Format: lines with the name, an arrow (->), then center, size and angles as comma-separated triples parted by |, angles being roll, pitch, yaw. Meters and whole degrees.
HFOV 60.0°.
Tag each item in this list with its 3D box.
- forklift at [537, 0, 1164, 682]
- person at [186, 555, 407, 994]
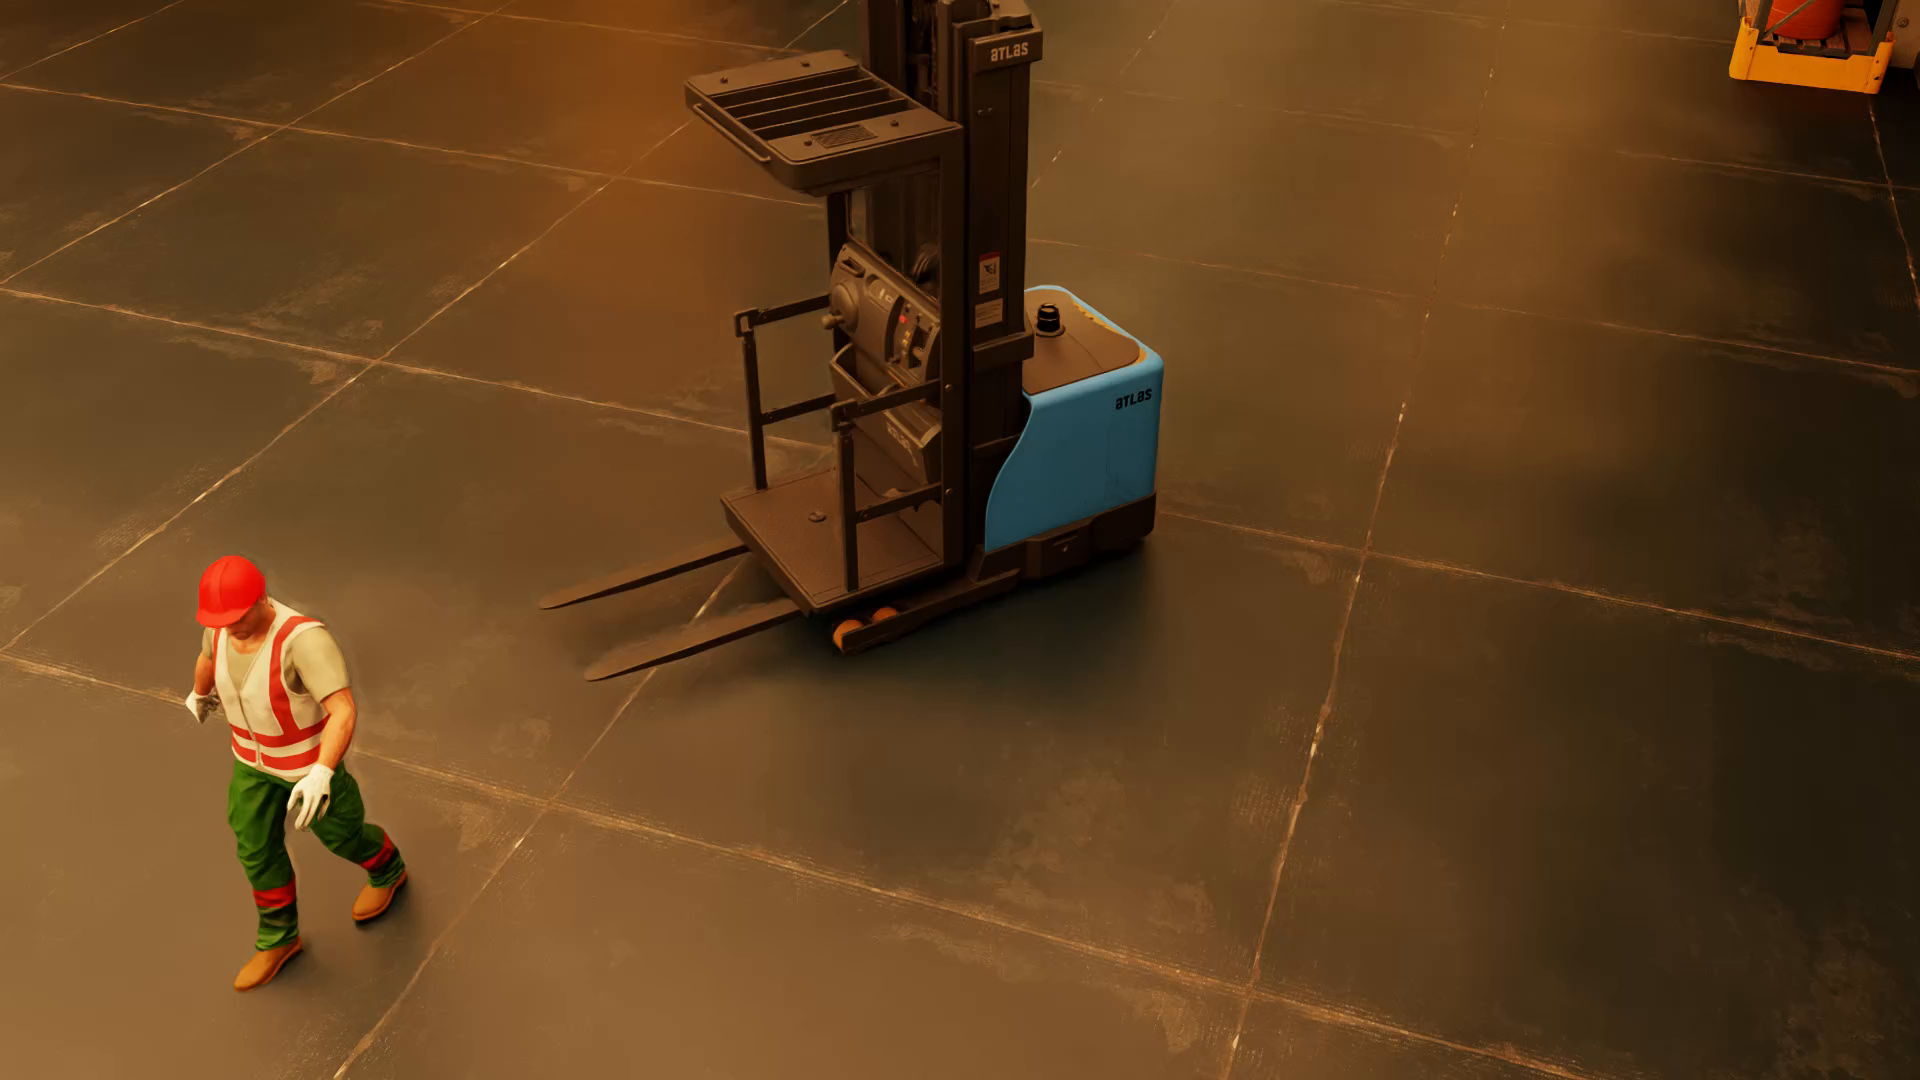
forklift -> -0.527, -1.001, 7.523 | 3.031, 2.935, 1.130 | -19, 40, -25
person -> -2.494, 0.815, 5.993 | 1.011, 1.766, 0.731 | 12, 37, 16
